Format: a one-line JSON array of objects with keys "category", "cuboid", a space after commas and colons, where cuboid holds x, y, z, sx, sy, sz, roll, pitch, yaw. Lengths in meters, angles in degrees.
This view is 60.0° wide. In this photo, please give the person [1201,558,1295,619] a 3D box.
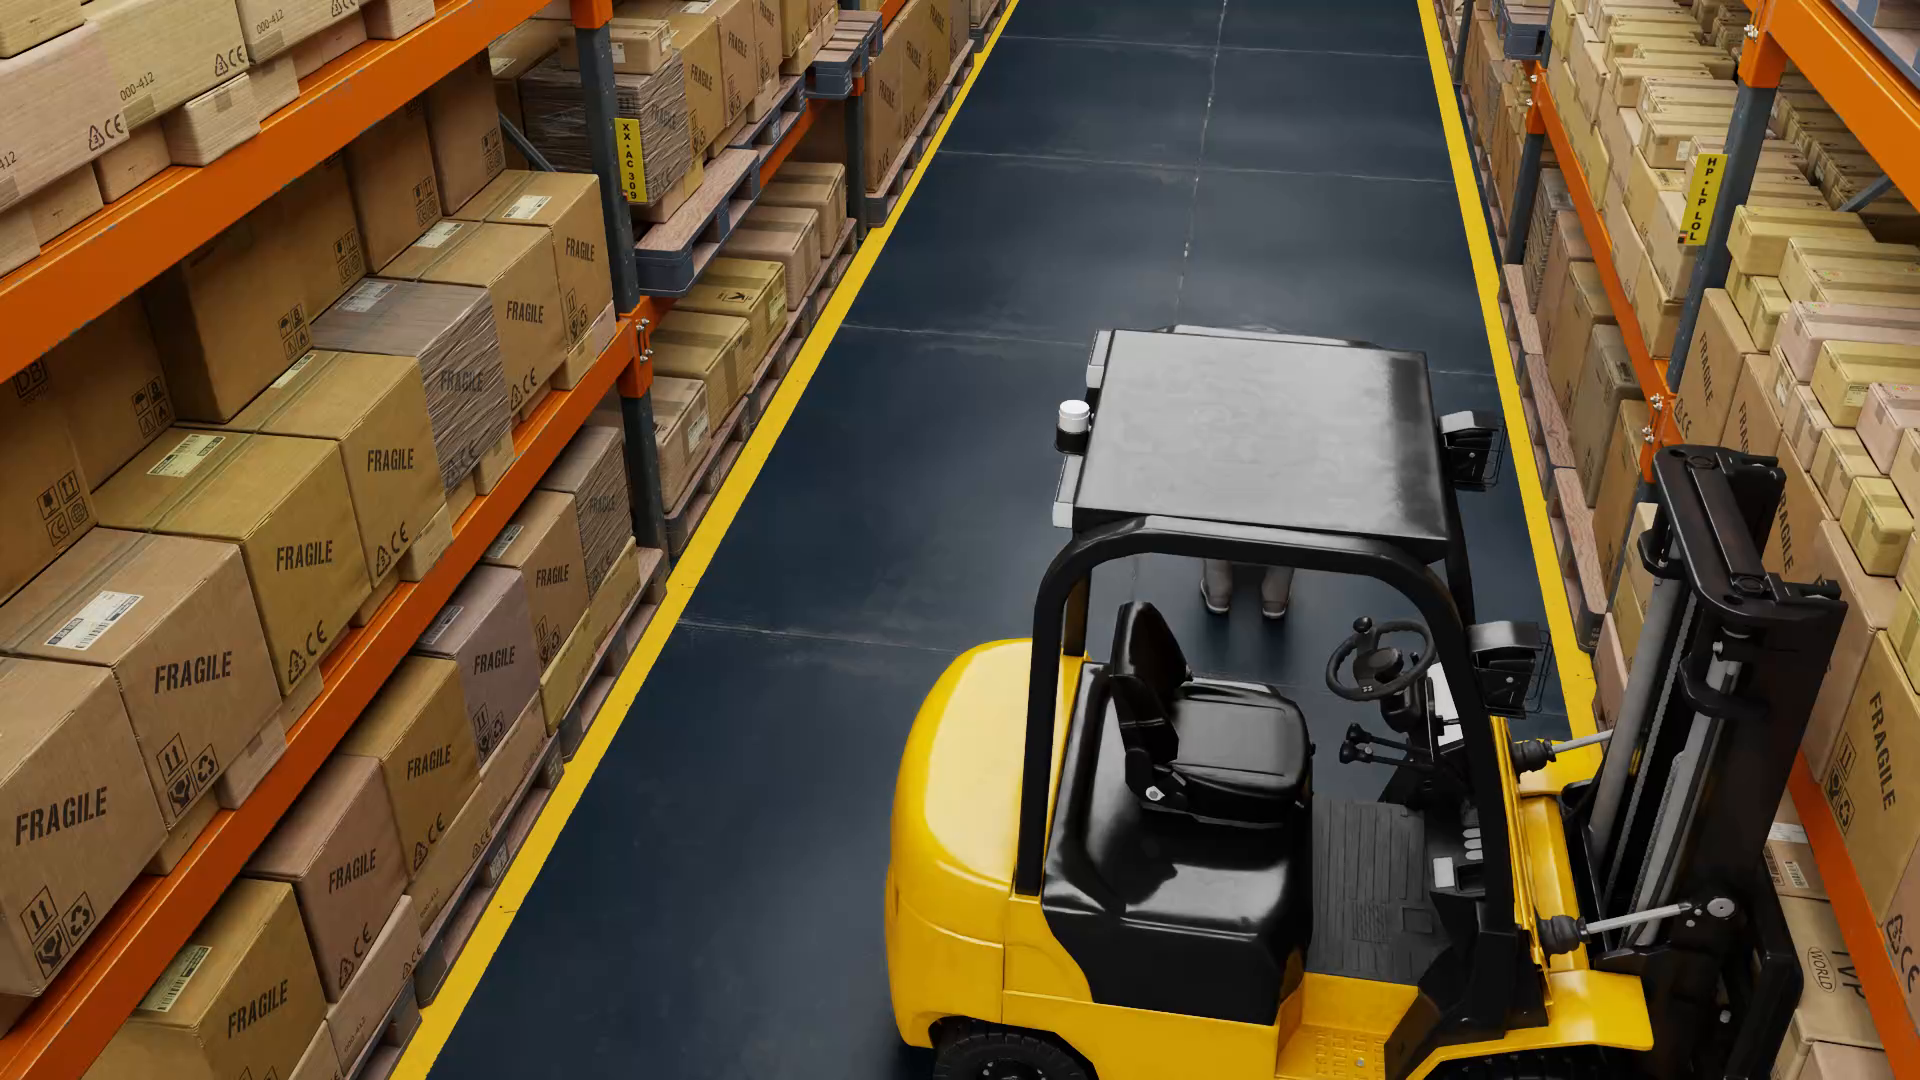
[{"category": "person", "cuboid": [1.267, -0.251, 7.148, 0.469, 1.003, 0.932, 4, 33, 6]}]
